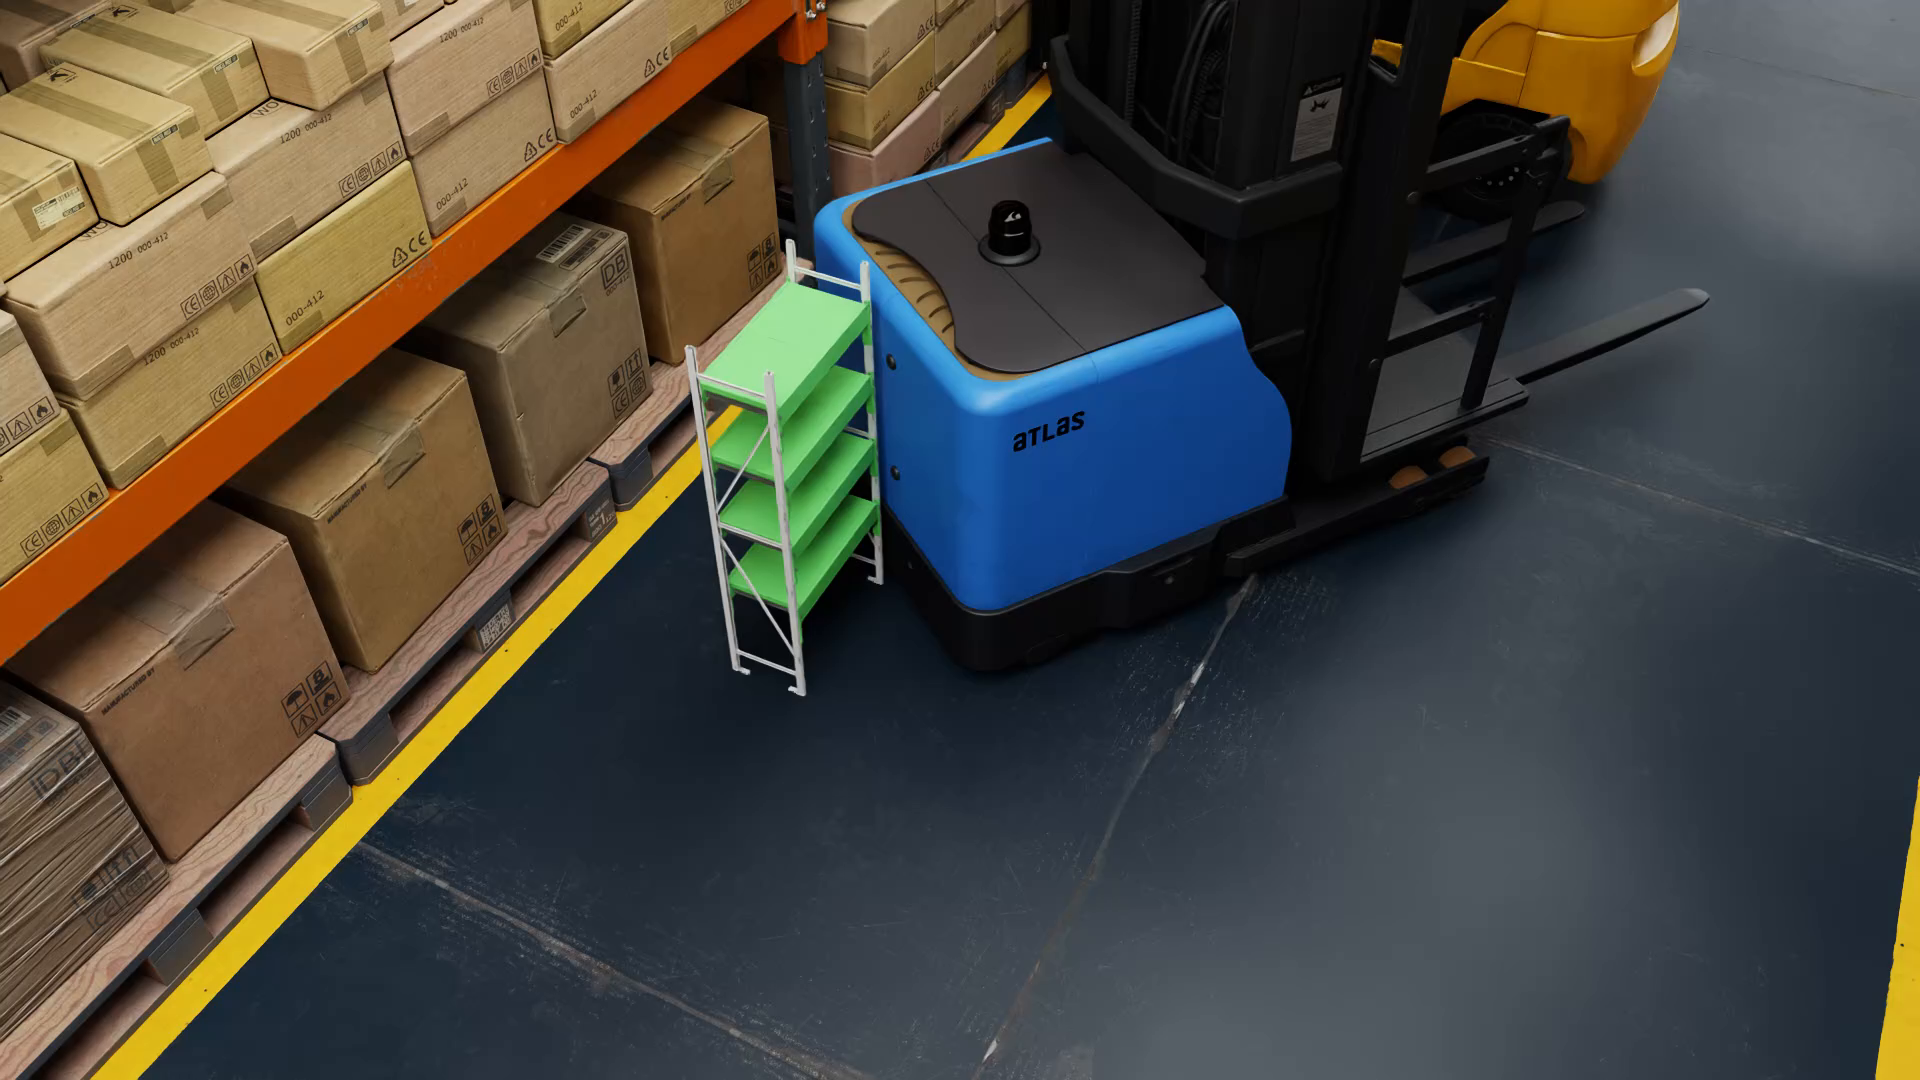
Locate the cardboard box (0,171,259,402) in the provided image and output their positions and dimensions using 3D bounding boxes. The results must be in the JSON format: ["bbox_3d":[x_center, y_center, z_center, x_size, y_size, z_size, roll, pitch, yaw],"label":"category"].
[{"bbox_3d":[-1.869,-0.597,3.485,0.500,0.250,0.500,19,48,18],"label":"cardboard box"}]

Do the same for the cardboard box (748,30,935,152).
[{"bbox_3d":[-0.429,-1.716,6.124,0.500,0.250,0.500,20,49,19],"label":"cardboard box"}]

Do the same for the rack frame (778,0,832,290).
[{"bbox_3d":[-0.927,-2.156,5.272,1.000,3.000,0.127,20,49,19],"label":"rack frame"}]

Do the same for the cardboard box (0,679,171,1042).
[{"bbox_3d":[-2.482,0.662,3.861,0.875,0.625,0.625,22,49,20],"label":"cardboard box"}]

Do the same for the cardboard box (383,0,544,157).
[{"bbox_3d":[-1.403,-1.239,4.120,0.500,0.250,0.500,21,49,20],"label":"cardboard box"}]

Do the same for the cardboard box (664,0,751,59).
[{"bbox_3d":[-0.929,-1.700,4.927,0.500,0.250,0.500,22,49,20],"label":"cardboard box"}]

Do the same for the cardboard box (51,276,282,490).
[{"bbox_3d":[-1.891,-0.425,3.666,0.500,0.250,0.500,19,48,18],"label":"cardboard box"}]

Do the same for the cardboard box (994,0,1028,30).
[{"bbox_3d":[0.046,-2.347,6.747,0.500,0.250,0.500,20,49,19],"label":"cardboard box"}]

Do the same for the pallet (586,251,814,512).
[{"bbox_3d":[-1.235,-0.699,5.793,1.003,0.211,1.213,20,49,19],"label":"pallet"}]

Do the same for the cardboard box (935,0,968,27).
[{"bbox_3d":[-0.178,-2.209,6.259,0.500,0.250,0.500,21,49,19],"label":"cardboard box"}]

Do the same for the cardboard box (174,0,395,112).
[{"bbox_3d":[-1.510,-1.124,3.725,0.380,0.149,0.250,19,48,18],"label":"cardboard box"}]

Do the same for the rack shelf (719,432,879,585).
[{"bbox_3d":[-0.449,-0.121,4.616,0.258,0.148,0.480,19,48,18],"label":"rack shelf"}]

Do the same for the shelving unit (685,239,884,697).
[{"bbox_3d":[-0.449,-0.166,4.571,0.258,1.200,0.503,19,48,18],"label":"shelving unit"}]

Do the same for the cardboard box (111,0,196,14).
[{"bbox_3d":[-2.029,-1.324,3.923,0.380,0.149,0.250,21,49,19],"label":"cardboard box"}]

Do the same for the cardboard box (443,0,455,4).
[{"bbox_3d":[-1.335,-1.472,4.069,0.380,0.149,0.250,19,48,18],"label":"cardboard box"}]

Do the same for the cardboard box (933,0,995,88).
[{"bbox_3d":[-0.197,-2.034,6.438,0.500,0.250,0.500,20,49,19],"label":"cardboard box"}]

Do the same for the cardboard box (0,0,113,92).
[{"bbox_3d":[-2.117,-1.145,3.746,0.380,0.149,0.250,22,49,20],"label":"cardboard box"}]

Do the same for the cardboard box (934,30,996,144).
[{"bbox_3d":[-0.187,-1.858,6.615,0.500,0.250,0.500,19,48,18],"label":"cardboard box"}]

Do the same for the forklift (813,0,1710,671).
[{"bbox_3d":[1.116,-1.415,4.587,3.031,2.935,1.130,-21,49,-19],"label":"forklift"}]

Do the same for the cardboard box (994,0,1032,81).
[{"bbox_3d":[0.037,-2.187,6.940,0.500,0.250,0.500,21,49,20],"label":"cardboard box"}]

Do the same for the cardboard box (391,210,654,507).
[{"bbox_3d":[-1.526,-0.651,5.158,0.875,0.625,0.625,20,49,19],"label":"cardboard box"}]

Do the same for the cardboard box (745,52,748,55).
[{"bbox_3d":[-0.870,-2.063,6.115,0.500,0.250,0.500,21,49,20],"label":"cardboard box"}]

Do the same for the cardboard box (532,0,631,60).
[{"bbox_3d":[-1.161,-1.559,4.436,0.500,0.250,0.500,19,48,18],"label":"cardboard box"}]

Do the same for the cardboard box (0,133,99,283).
[{"bbox_3d":[-1.955,-0.679,3.286,0.380,0.149,0.250,21,49,19],"label":"cardboard box"}]

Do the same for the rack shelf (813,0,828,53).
[{"bbox_3d":[0.001,-3.164,6.773,1.077,0.370,4.000,20,49,19],"label":"rack shelf"}]

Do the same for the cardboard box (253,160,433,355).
[{"bbox_3d":[-1.648,-0.751,3.989,0.500,0.250,0.500,22,49,20],"label":"cardboard box"}]

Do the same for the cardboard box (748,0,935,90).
[{"bbox_3d":[-0.425,-1.890,5.944,0.500,0.250,0.500,20,49,18],"label":"cardboard box"}]

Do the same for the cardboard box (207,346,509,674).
[{"bbox_3d":[-1.874,-0.176,4.690,0.875,0.625,0.625,19,48,17],"label":"cardboard box"}]

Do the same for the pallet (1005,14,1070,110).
[{"bbox_3d":[0.044,-2.435,7.508,1.003,0.211,1.213,20,49,19],"label":"pallet"}]

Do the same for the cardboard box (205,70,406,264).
[{"bbox_3d":[-1.654,-0.927,3.812,0.500,0.250,0.500,21,49,20],"label":"cardboard box"}]

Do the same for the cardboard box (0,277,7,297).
[{"bbox_3d":[-2.046,-0.511,3.120,0.380,0.149,0.250,21,49,19],"label":"cardboard box"}]

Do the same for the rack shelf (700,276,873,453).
[{"bbox_3d":[-0.449,-0.459,4.275,0.258,0.148,0.480,19,48,18],"label":"rack shelf"}]

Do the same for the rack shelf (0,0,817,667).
[{"bbox_3d":[-1.856,-0.644,4.283,1.077,0.370,4.000,20,49,19],"label":"rack shelf"}]

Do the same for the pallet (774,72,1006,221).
[{"bbox_3d":[-0.521,-1.663,6.746,1.003,0.211,1.213,20,49,19],"label":"pallet"}]

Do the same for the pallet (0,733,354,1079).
[{"bbox_3d":[-2.367,0.838,4.273,1.003,0.211,1.213,20,49,19],"label":"pallet"}]

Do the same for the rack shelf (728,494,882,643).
[{"bbox_3d":[-0.449,0.047,4.787,0.258,0.148,0.480,19,48,18],"label":"rack shelf"}]

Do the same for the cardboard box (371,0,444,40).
[{"bbox_3d":[-1.456,-1.316,3.916,0.380,0.149,0.250,21,49,19],"label":"cardboard box"}]

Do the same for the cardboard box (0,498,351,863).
[{"bbox_3d":[-2.186,0.248,4.270,0.875,0.625,0.625,22,49,20],"label":"cardboard box"}]

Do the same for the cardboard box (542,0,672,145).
[{"bbox_3d":[-1.158,-1.381,4.612,0.500,0.250,0.500,20,49,19],"label":"cardboard box"}]

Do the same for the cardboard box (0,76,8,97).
[{"bbox_3d":[-2.331,-1.018,3.620,0.380,0.149,0.250,20,49,18],"label":"cardboard box"}]

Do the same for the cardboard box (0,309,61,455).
[{"bbox_3d":[-2.128,-0.274,3.165,0.500,0.250,0.500,22,49,20],"label":"cardboard box"}]

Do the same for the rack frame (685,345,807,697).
[{"bbox_3d":[-0.555,-0.010,4.416,0.240,1.200,0.015,19,48,18],"label":"rack frame"}]

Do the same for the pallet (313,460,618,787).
[{"bbox_3d":[-1.800,0.072,5.030,1.003,0.211,1.213,20,49,19],"label":"pallet"}]

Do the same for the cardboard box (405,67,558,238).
[{"bbox_3d":[-1.415,-1.079,4.313,0.500,0.250,0.500,21,49,19],"label":"cardboard box"}]

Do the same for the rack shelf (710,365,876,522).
[{"bbox_3d":[-0.449,-0.290,4.446,0.258,0.148,0.480,19,48,18],"label":"rack shelf"}]

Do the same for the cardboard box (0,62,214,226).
[{"bbox_3d":[-1.785,-0.820,3.425,0.380,0.149,0.250,21,49,20],"label":"cardboard box"}]

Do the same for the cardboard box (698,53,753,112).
[{"bbox_3d":[-0.883,-1.888,6.293,0.500,0.250,0.500,19,48,18],"label":"cardboard box"}]

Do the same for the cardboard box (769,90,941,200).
[{"bbox_3d":[-0.409,-1.533,6.294,0.500,0.250,0.500,21,49,19],"label":"cardboard box"}]

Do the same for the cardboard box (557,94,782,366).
[{"bbox_3d":[-1.159,-1.137,5.639,0.875,0.625,0.625,23,50,21],"label":"cardboard box"}]

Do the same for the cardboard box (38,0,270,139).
[{"bbox_3d":[-1.750,-1.016,3.618,0.380,0.149,0.250,20,49,19],"label":"cardboard box"}]

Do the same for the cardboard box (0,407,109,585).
[{"bbox_3d":[-2.124,-0.098,3.343,0.500,0.250,0.500,19,48,18],"label":"cardboard box"}]

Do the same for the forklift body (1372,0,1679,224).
[{"bbox_3d":[1.665,-2.581,6.289,2.313,2.155,1.214,20,49,19],"label":"forklift body"}]

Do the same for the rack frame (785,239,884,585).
[{"bbox_3d":[-0.344,-0.323,4.726,0.240,1.200,0.015,19,48,18],"label":"rack frame"}]
